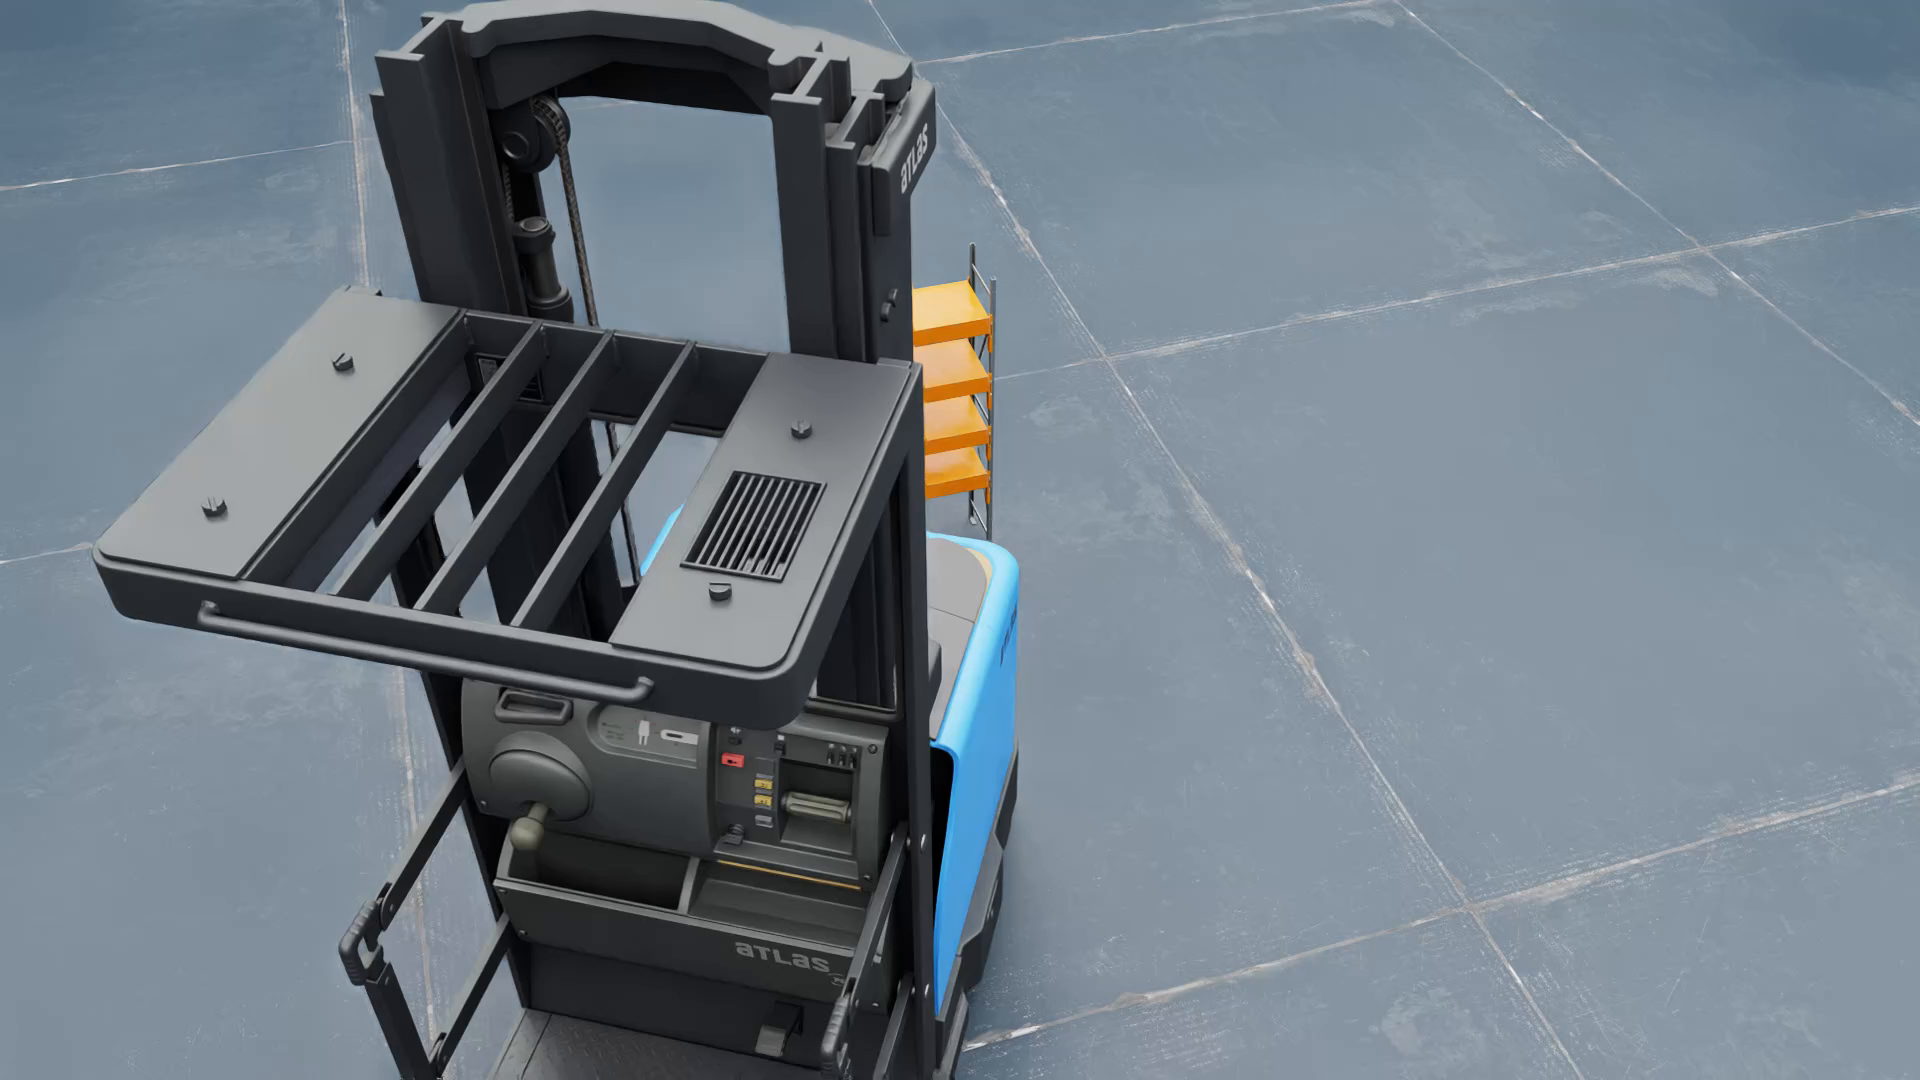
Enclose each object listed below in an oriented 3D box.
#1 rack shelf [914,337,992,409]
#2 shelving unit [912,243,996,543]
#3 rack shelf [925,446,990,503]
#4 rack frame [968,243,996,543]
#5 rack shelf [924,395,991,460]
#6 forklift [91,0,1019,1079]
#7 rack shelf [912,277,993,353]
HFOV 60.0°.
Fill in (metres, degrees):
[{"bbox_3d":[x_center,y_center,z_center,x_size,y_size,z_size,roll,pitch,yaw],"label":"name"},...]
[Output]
[{"bbox_3d":[-0.158,-0.537,5.715,0.480,0.148,0.258,-12,42,-13],"label":"rack shelf"},{"bbox_3d":[-0.158,-0.419,5.818,0.503,1.200,0.258,-12,42,-13],"label":"shelving unit"},{"bbox_3d":[-0.158,-0.219,5.993,0.480,0.148,0.258,-12,42,-13],"label":"rack shelf"},{"bbox_3d":[0.075,-0.467,5.873,0.015,1.200,0.240,-12,42,-13],"label":"rack frame"},{"bbox_3d":[-0.158,-0.368,5.862,0.480,0.148,0.258,-12,42,-13],"label":"rack shelf"},{"bbox_3d":[-0.658,0.589,3.348,1.130,2.935,3.031,9,42,10],"label":"forklift"},{"bbox_3d":[-0.158,-0.715,5.559,0.480,0.148,0.258,-12,42,-13],"label":"rack shelf"}]
